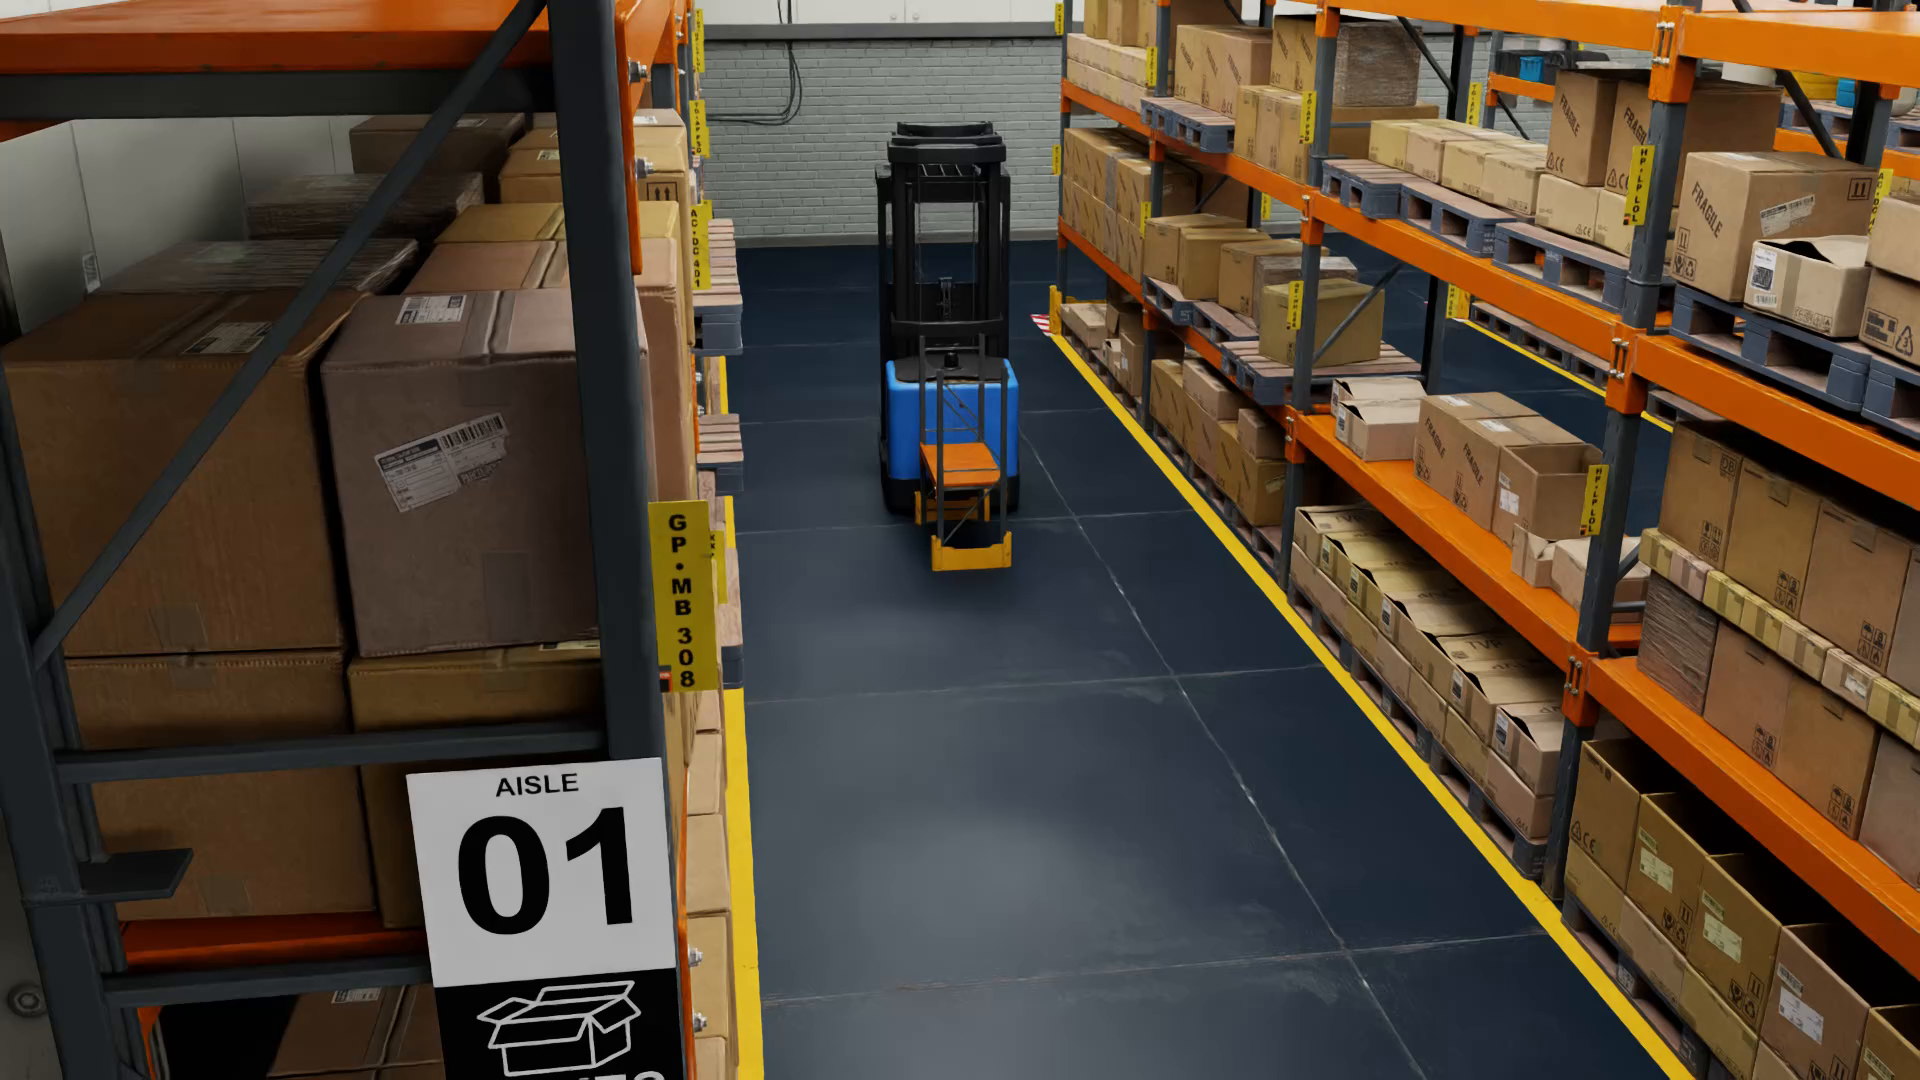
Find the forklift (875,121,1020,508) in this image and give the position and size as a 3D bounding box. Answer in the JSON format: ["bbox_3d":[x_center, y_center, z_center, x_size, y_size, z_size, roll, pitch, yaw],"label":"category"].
[{"bbox_3d":[-0.152,-2.098,14.144,1.130,2.935,3.031,-1,21,-4],"label":"forklift"}]

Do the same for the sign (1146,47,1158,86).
[{"bbox_3d":[1.656,-4.088,14.349,0.100,0.325,0.005,-3,21,-8],"label":"sign"}]

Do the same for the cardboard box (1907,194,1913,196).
[{"bbox_3d":[11.219,-3.920,19.283,0.380,0.149,0.250,-3,21,-9],"label":"cardboard box"}]

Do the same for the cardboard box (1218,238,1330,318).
[{"bbox_3d":[2.508,-2.106,13.325,0.700,0.500,0.500,-8,22,-21],"label":"cardboard box"}]

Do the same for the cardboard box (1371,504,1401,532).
[{"bbox_3d":[3.088,-0.089,11.194,0.500,0.311,0.500,-2,21,-6],"label":"cardboard box"}]

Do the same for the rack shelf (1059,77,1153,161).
[{"bbox_3d":[1.904,-4.232,16.500,1.077,0.370,4.000,-3,21,-8],"label":"rack shelf"}]

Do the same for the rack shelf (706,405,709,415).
[{"bbox_3d":[-2.421,-1.190,12.645,1.077,0.370,4.000,-3,21,-8],"label":"rack shelf"}]

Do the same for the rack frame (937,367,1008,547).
[{"bbox_3d":[0.086,-0.497,11.903,0.500,1.500,0.032,-3,21,-8],"label":"rack frame"}]

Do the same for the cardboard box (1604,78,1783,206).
[{"bbox_3d":[3.296,-1.800,7.503,0.500,0.500,0.500,-3,21,-7],"label":"cardboard box"}]

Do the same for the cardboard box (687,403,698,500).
[{"bbox_3d":[-0.901,-0.022,4.030,0.500,0.500,0.500,-2,21,-5],"label":"cardboard box"}]

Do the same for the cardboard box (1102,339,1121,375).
[{"bbox_3d":[1.721,-1.860,16.624,0.500,0.311,0.500,-3,21,-8],"label":"cardboard box"}]

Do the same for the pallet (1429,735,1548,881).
[{"bbox_3d":[3.201,1.352,8.795,1.003,0.211,1.213,-3,21,-8],"label":"pallet"}]

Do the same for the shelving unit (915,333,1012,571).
[{"bbox_3d":[0.011,-0.676,12.383,0.587,1.500,1.083,-3,21,-8],"label":"shelving unit"}]

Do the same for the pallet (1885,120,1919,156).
[{"bbox_3d":[7.657,-2.921,12.233,1.003,0.211,1.213,-3,21,-8],"label":"pallet"}]

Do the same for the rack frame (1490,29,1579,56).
[{"bbox_3d":[6.518,-6.915,18.369,1.000,3.000,0.127,-3,21,-8],"label":"rack frame"}]

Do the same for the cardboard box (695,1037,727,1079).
[{"bbox_3d":[-0.751,1.464,3.623,0.500,0.500,0.500,-3,21,-8],"label":"cardboard box"}]

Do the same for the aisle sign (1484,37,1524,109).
[{"bbox_3d":[6.213,-5.332,18.990,0.394,0.787,0.004,-3,21,-8],"label":"aisle sign"}]

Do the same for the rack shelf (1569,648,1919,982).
[{"bbox_3d":[3.634,1.328,5.901,1.077,0.370,4.000,-3,21,-8],"label":"rack shelf"}]

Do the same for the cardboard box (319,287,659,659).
[{"bbox_3d":[-0.795,-0.141,2.918,0.500,0.500,0.500,-4,21,-12],"label":"cardboard box"}]

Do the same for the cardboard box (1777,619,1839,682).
[{"bbox_3d":[3.341,0.405,6.276,0.380,0.149,0.250,-4,21,-10],"label":"cardboard box"}]

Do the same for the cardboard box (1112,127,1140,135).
[{"bbox_3d":[1.952,-4.231,18.185,0.500,0.500,0.500,-3,21,-8],"label":"cardboard box"}]

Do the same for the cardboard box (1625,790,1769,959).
[{"bbox_3d":[3.182,1.388,6.971,0.500,0.500,0.500,-3,21,-8],"label":"cardboard box"}]

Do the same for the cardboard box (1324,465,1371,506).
[{"bbox_3d":[2.986,-0.293,12.158,0.500,0.500,0.500,-2,21,-5],"label":"cardboard box"}]

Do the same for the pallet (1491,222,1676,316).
[{"bbox_3d":[3.205,-1.322,7.954,0.805,0.209,1.217,-4,21,-10],"label":"pallet"}]

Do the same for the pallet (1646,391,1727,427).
[{"bbox_3d":[7.164,-1.144,15.478,1.003,0.211,1.213,-3,21,-8],"label":"pallet"}]

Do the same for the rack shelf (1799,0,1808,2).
[{"bbox_3d":[7.383,-4.313,13.003,1.077,0.370,4.000,-3,21,-8],"label":"rack shelf"}]

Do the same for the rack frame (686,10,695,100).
[{"bbox_3d":[-2.709,-5.030,13.323,1.000,3.000,0.127,-3,21,-8],"label":"rack frame"}]

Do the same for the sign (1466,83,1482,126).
[{"bbox_3d":[3.319,-2.796,10.775,0.100,0.325,0.005,-3,21,-8],"label":"sign"}]

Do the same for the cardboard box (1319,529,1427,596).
[{"bbox_3d":[2.638,0.120,10.636,0.500,0.311,0.500,-3,21,-9],"label":"cardboard box"}]

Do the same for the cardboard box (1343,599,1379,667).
[{"bbox_3d":[2.708,0.555,10.273,0.500,0.250,0.500,-3,21,-9],"label":"cardboard box"}]

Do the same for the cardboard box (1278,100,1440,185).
[{"bbox_3d":[2.673,-2.688,11.195,0.910,0.500,0.500,-3,21,-8],"label":"cardboard box"}]

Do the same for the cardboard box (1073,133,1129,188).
[{"bbox_3d":[1.501,-4.024,17.630,0.500,0.500,0.500,-3,21,-7],"label":"cardboard box"}]

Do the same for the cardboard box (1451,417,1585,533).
[{"bbox_3d":[3.103,-0.371,9.278,0.500,0.500,0.500,-3,21,-8],"label":"cardboard box"}]

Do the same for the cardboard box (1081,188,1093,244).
[{"bbox_3d":[1.568,-3.384,17.345,0.500,0.500,0.500,-3,21,-8],"label":"cardboard box"}]

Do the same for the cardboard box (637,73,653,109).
[{"bbox_3d":[-2.258,-2.655,10.479,0.700,0.500,0.500,-5,21,-12],"label":"cardboard box"}]

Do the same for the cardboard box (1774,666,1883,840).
[{"bbox_3d":[3.566,0.761,6.247,0.700,0.500,0.500,-3,21,-7],"label":"cardboard box"}]

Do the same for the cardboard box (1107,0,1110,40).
[{"bbox_3d":[1.872,-5.254,16.638,0.700,0.500,0.500,-3,21,-8],"label":"cardboard box"}]

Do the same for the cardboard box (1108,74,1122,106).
[{"bbox_3d":[1.717,-4.307,15.889,0.500,0.250,0.500,-3,21,-8],"label":"cardboard box"}]

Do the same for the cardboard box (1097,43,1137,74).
[{"bbox_3d":[1.644,-4.715,16.265,0.500,0.250,0.500,-3,21,-8],"label":"cardboard box"}]

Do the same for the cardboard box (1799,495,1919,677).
[{"bbox_3d":[3.561,0.146,6.041,0.700,0.500,0.500,-3,21,-8],"label":"cardboard box"}]

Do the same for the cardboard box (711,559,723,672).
[{"bbox_3d":[-1.182,0.408,6.452,0.500,0.500,0.500,-3,21,-8],"label":"cardboard box"}]

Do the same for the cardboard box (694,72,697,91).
[{"bbox_3d":[-2.548,-4.051,14.459,0.500,0.250,0.500,-3,21,-8],"label":"cardboard box"}]

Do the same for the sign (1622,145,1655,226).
[{"bbox_3d":[2.810,-1.465,6.876,0.100,0.325,0.005,-3,21,-8],"label":"sign"}]

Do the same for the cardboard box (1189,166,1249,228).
[{"bbox_3d":[2.403,-3.164,15.327,0.500,0.500,0.500,-2,21,-6],"label":"cardboard box"}]

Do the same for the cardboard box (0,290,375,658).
[{"bbox_3d":[-1.300,-0.131,2.892,0.500,0.500,0.500,-2,21,-5],"label":"cardboard box"}]

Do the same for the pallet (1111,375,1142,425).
[{"bbox_3d":[2.094,-1.402,16.170,1.003,0.211,1.213,-3,21,-8],"label":"pallet"}]

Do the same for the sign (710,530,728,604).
[{"bbox_3d":[-1.020,0.114,6.886,0.100,0.325,0.005,-3,21,-8],"label":"sign"}]

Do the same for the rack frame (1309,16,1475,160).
[{"bbox_3d":[2.769,-3.897,10.287,1.000,3.000,0.127,-3,21,-8],"label":"rack frame"}]

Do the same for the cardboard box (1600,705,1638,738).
[{"bbox_3d":[3.532,0.972,8.355,0.500,0.311,0.500,-3,21,-8],"label":"cardboard box"}]

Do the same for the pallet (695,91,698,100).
[{"bbox_3d":[-2.817,-3.867,14.623,1.003,0.211,1.213,-3,21,-8],"label":"pallet"}]

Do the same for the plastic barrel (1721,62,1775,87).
[{"bbox_3d":[6.922,-4.190,14.567,0.433,0.535,0.433,0,20,0],"label":"plastic barrel"}]

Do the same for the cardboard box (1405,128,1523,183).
[{"bbox_3d":[2.983,-2.283,9.869,0.500,0.250,0.500,-2,21,-6],"label":"cardboard box"}]

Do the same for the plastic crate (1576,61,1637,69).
[{"bbox_3d":[6.532,-4.671,16.818,0.437,0.282,0.530,-3,21,-8],"label":"plastic crate"}]

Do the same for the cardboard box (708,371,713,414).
[{"bbox_3d":[-2.356,-0.884,13.267,0.750,0.750,0.750,-2,21,-6],"label":"cardboard box"}]

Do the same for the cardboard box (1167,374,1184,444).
[{"bbox_3d":[2.109,-1.142,14.431,0.500,0.500,0.500,-3,21,-7],"label":"cardboard box"}]

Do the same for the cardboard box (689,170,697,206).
[{"bbox_3d":[-1.762,-1.972,9.521,0.500,0.311,0.500,-3,21,-8],"label":"cardboard box"}]
